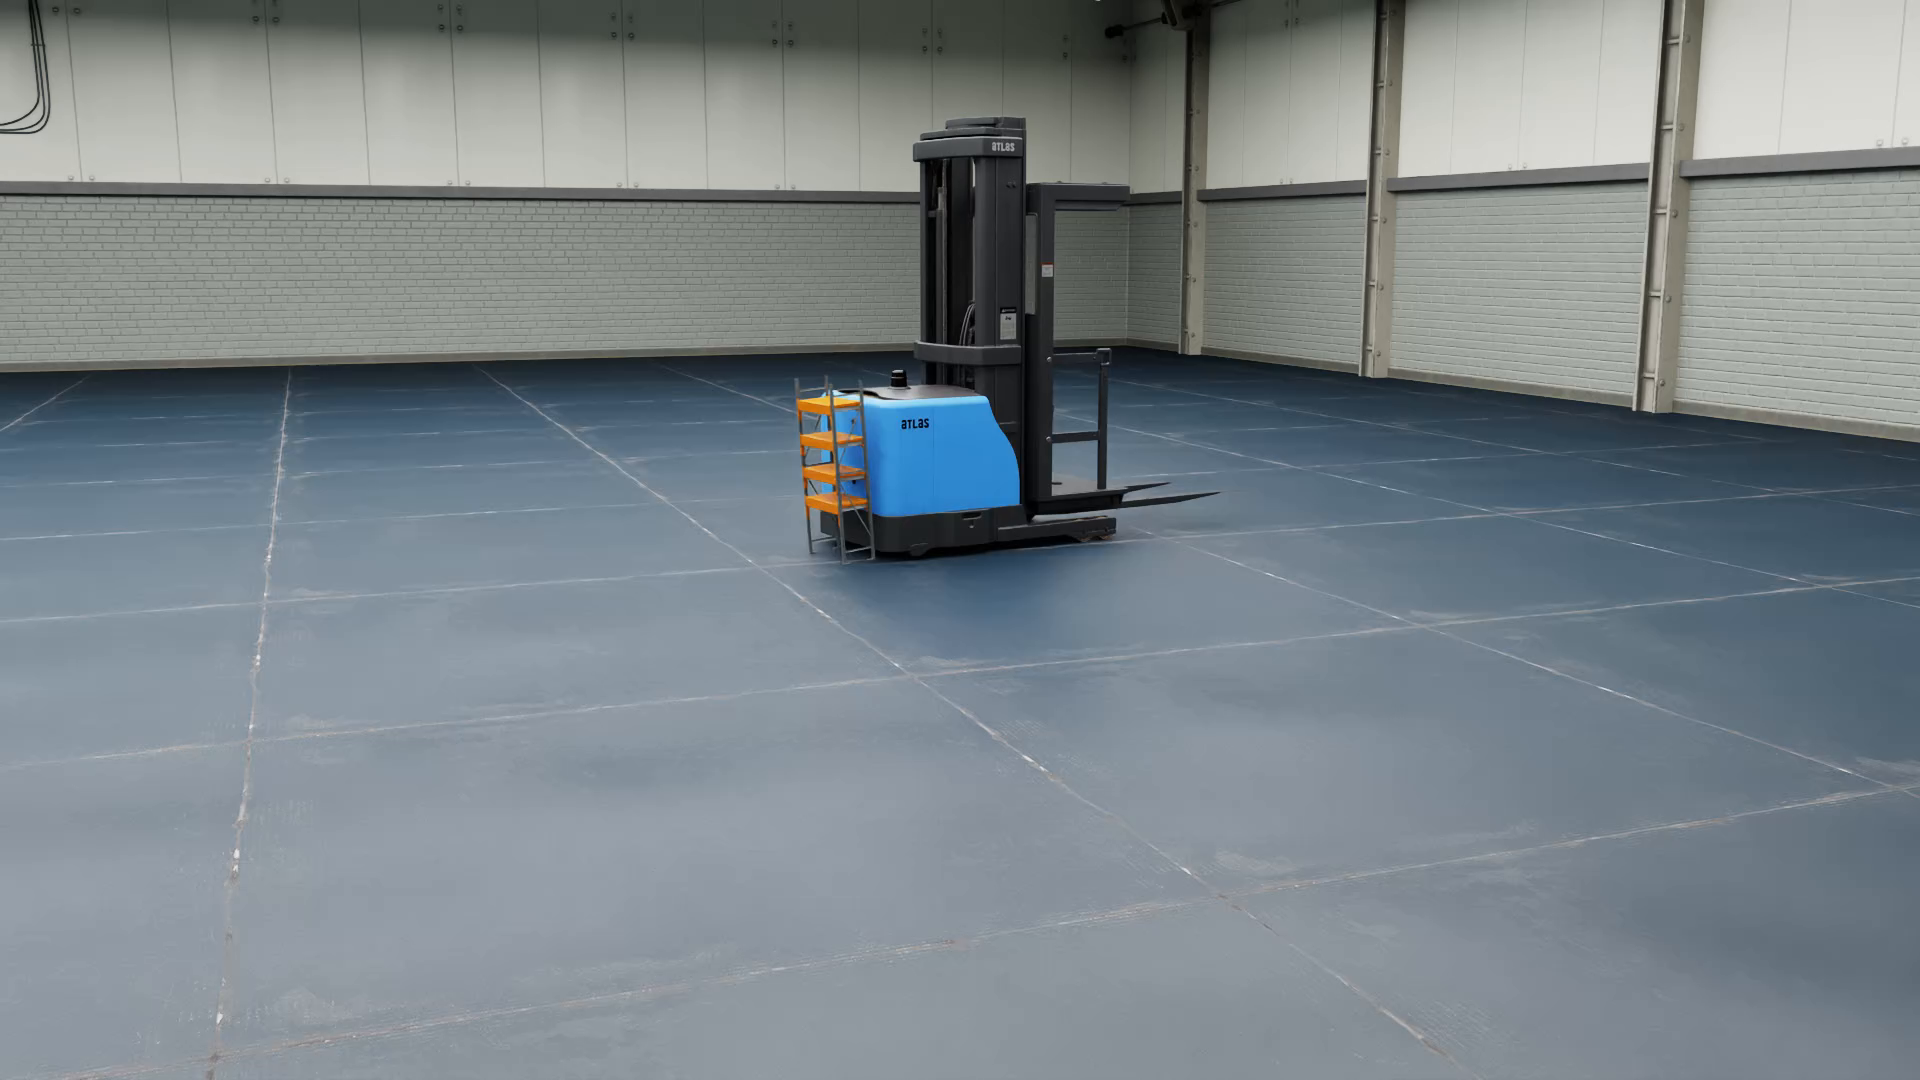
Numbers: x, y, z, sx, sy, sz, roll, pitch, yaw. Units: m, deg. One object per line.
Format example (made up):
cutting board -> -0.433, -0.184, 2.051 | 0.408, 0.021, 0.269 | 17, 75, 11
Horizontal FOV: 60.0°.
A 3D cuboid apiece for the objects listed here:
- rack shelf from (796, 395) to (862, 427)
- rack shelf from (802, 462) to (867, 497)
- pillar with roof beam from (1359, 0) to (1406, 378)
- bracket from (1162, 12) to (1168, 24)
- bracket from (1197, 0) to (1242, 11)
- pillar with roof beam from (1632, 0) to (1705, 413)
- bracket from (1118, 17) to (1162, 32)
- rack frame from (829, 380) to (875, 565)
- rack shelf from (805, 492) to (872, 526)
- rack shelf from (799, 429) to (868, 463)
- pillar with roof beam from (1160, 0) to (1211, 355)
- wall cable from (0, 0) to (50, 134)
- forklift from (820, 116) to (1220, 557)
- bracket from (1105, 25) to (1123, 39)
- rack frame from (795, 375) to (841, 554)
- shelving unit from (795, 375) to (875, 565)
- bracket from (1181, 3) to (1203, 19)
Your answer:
rack shelf -> -0.860, -0.860, 11.039 | 0.258, 0.148, 0.480 | -11, 14, -31
rack shelf -> -0.832, -0.411, 11.137 | 0.258, 0.148, 0.480 | -11, 14, -31
pillar with roof beam -> 2.611, -6.772, 24.295 | 9.100, 9.000, 0.400 | -4, 11, -21
bracket -> 3.968, -9.842, 31.275 | 0.235, 0.232, 0.430 | -4, 11, -21
bracket -> 5.203, -9.286, 28.150 | 0.076, 0.066, 4.783 | -4, 11, -21
pillar with roof beam -> 4.786, -5.792, 18.789 | 9.100, 9.000, 0.400 | -4, 11, -21
bracket -> 3.323, -10.132, 32.908 | 0.076, 0.066, 3.189 | -4, 11, -21
rack frame -> -0.706, -0.440, 10.919 | 0.240, 1.200, 0.015 | -11, 14, -31
rack shelf -> -0.820, -0.217, 11.179 | 0.258, 0.148, 0.480 | -11, 14, -31
rack shelf -> -0.845, -0.629, 11.089 | 0.258, 0.148, 0.480 | -11, 14, -31
pillar with roof beam -> 0.437, -7.751, 29.801 | 9.100, 9.000, 0.548 | -4, 11, -21
wall cable -> -15.891, -8.864, 26.348 | 2.305, 6.003, 0.169 | -4, 11, -21
forklift -> 0.530, -1.500, 11.985 | 3.031, 2.935, 1.130 | -6, 12, -31
bracket -> 3.109, -10.229, 33.450 | 0.235, 0.232, 0.430 | -4, 11, -21
rack frame -> -0.966, -0.512, 11.326 | 0.240, 1.200, 0.015 | -11, 14, -31
shelving unit -> -0.836, -0.476, 11.122 | 0.258, 1.200, 0.503 | -11, 14, -31
bracket -> 4.269, -9.706, 30.514 | 0.235, 0.232, 0.430 | -4, 11, -21
